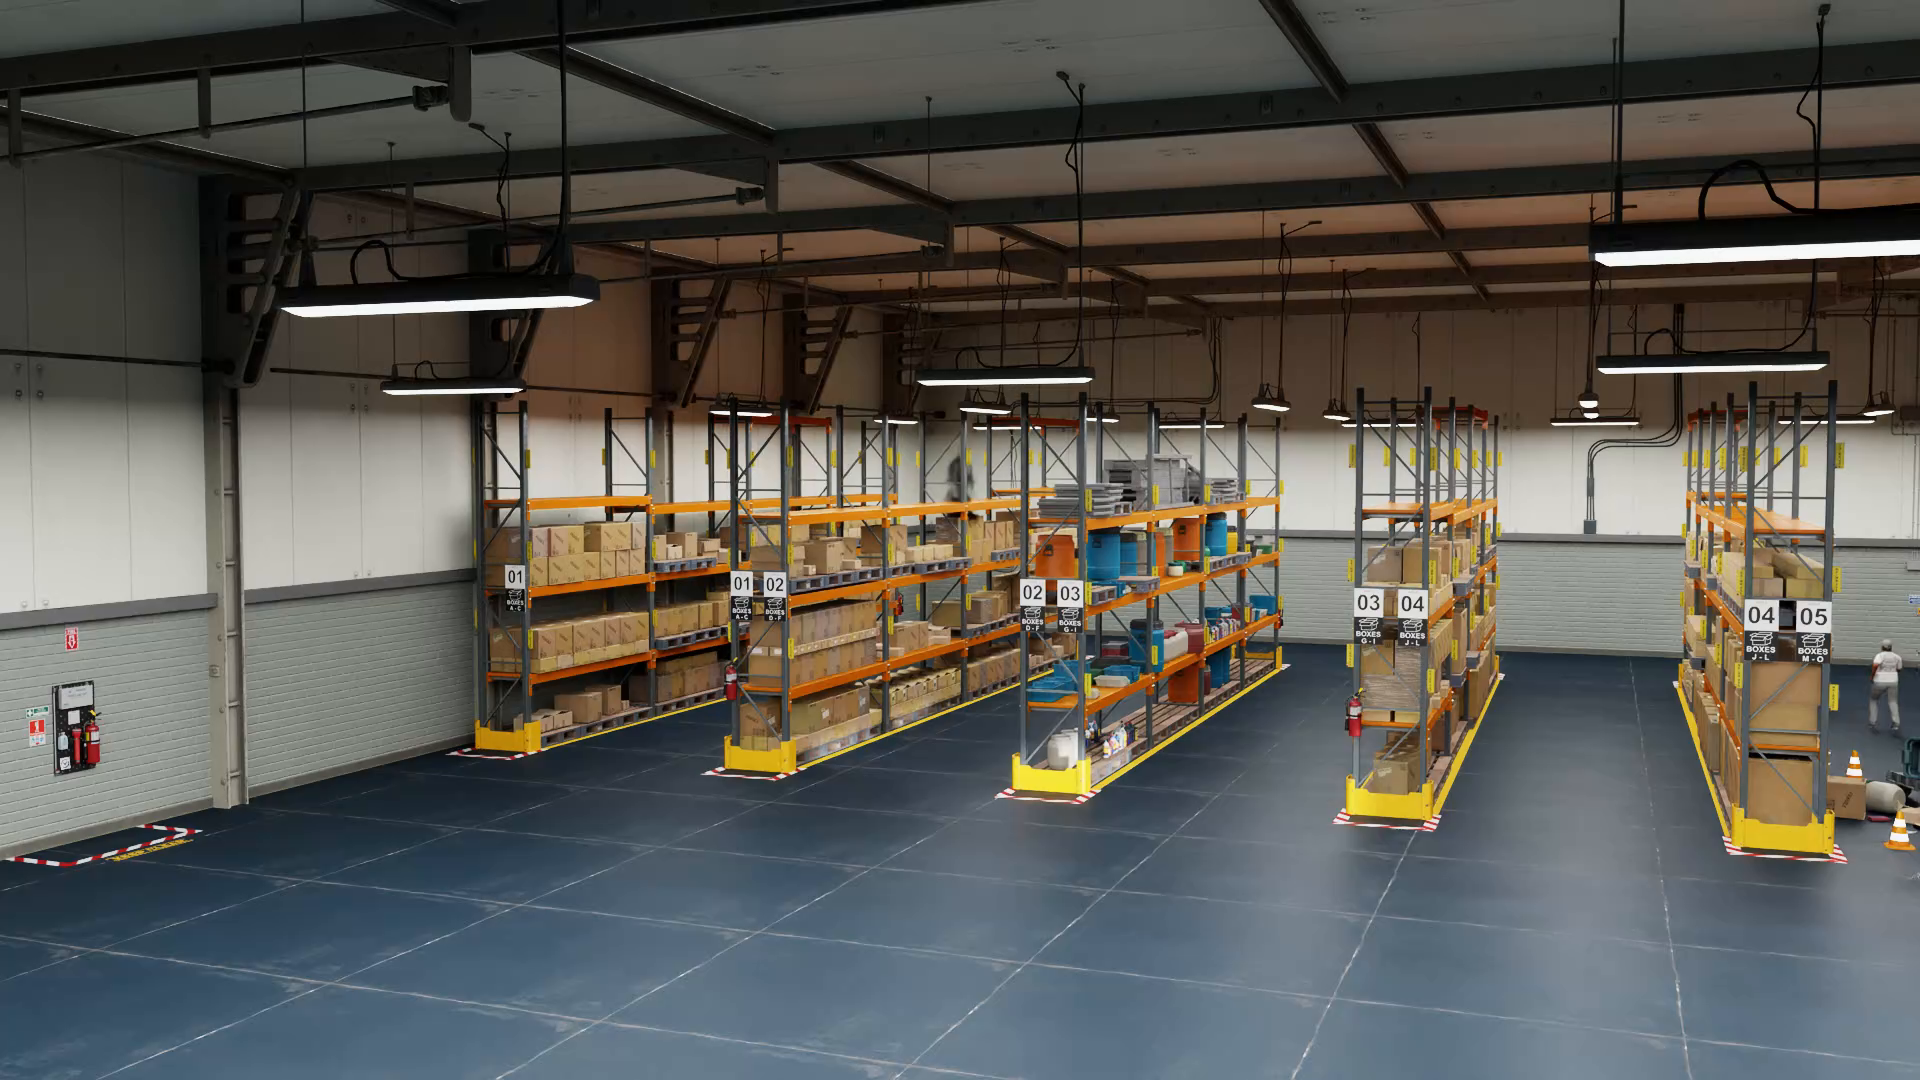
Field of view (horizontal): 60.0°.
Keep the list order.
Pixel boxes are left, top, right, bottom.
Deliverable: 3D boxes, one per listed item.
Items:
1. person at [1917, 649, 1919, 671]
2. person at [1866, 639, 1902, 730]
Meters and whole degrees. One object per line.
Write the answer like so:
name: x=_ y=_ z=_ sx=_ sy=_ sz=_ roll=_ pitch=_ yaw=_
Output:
person: x=20.928 y=2.494 z=35.836 sx=0.543 sy=1.522 sz=0.502 roll=1 pitch=3 yaw=23
person: x=16.973 y=2.685 z=30.504 sx=0.598 sy=1.707 sz=0.802 roll=1 pitch=3 yaw=11
